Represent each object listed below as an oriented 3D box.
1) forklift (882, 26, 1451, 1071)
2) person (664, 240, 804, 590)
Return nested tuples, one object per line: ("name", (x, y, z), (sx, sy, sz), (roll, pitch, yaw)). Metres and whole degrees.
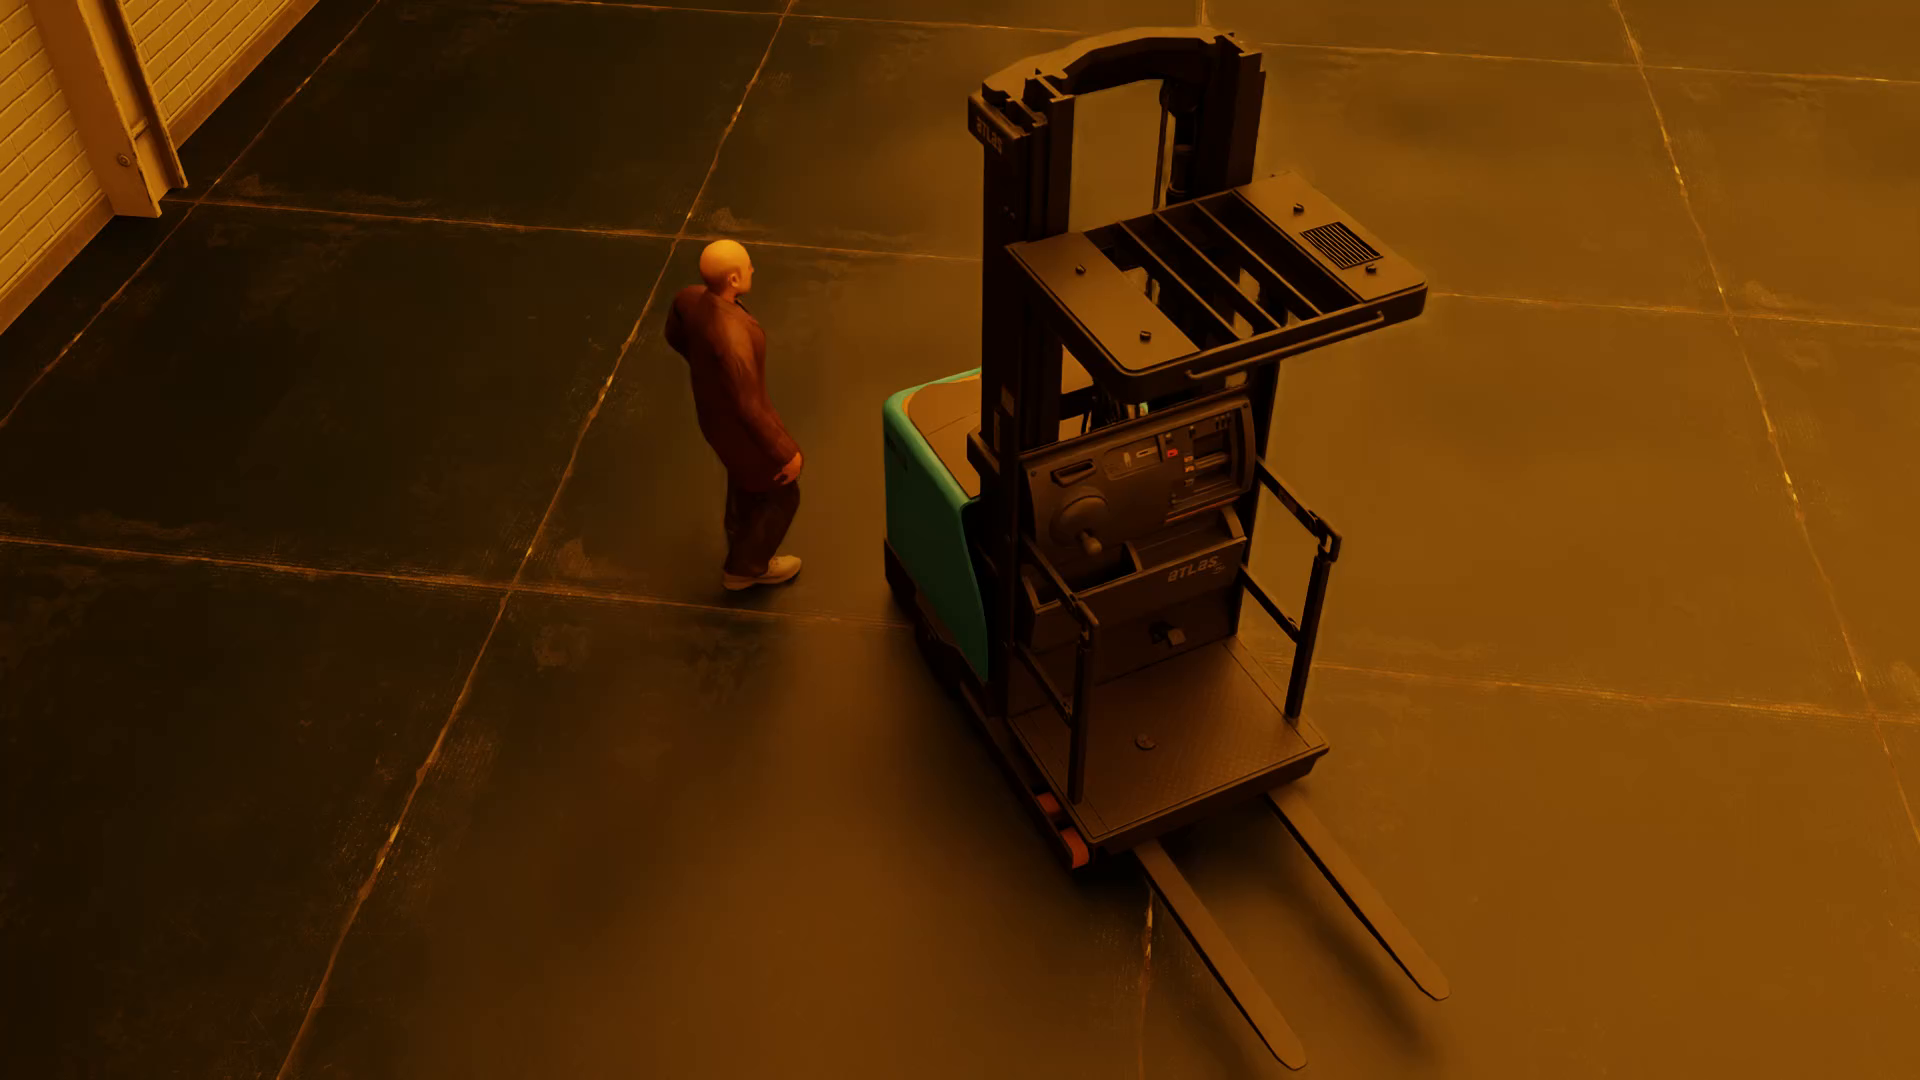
("forklift", (0.759, -0.142, 5.879), (1.130, 2.935, 3.031), (-18, 46, -19))
("person", (-0.907, -0.544, 7.208), (0.519, 1.734, 0.906), (-22, 47, -22))
